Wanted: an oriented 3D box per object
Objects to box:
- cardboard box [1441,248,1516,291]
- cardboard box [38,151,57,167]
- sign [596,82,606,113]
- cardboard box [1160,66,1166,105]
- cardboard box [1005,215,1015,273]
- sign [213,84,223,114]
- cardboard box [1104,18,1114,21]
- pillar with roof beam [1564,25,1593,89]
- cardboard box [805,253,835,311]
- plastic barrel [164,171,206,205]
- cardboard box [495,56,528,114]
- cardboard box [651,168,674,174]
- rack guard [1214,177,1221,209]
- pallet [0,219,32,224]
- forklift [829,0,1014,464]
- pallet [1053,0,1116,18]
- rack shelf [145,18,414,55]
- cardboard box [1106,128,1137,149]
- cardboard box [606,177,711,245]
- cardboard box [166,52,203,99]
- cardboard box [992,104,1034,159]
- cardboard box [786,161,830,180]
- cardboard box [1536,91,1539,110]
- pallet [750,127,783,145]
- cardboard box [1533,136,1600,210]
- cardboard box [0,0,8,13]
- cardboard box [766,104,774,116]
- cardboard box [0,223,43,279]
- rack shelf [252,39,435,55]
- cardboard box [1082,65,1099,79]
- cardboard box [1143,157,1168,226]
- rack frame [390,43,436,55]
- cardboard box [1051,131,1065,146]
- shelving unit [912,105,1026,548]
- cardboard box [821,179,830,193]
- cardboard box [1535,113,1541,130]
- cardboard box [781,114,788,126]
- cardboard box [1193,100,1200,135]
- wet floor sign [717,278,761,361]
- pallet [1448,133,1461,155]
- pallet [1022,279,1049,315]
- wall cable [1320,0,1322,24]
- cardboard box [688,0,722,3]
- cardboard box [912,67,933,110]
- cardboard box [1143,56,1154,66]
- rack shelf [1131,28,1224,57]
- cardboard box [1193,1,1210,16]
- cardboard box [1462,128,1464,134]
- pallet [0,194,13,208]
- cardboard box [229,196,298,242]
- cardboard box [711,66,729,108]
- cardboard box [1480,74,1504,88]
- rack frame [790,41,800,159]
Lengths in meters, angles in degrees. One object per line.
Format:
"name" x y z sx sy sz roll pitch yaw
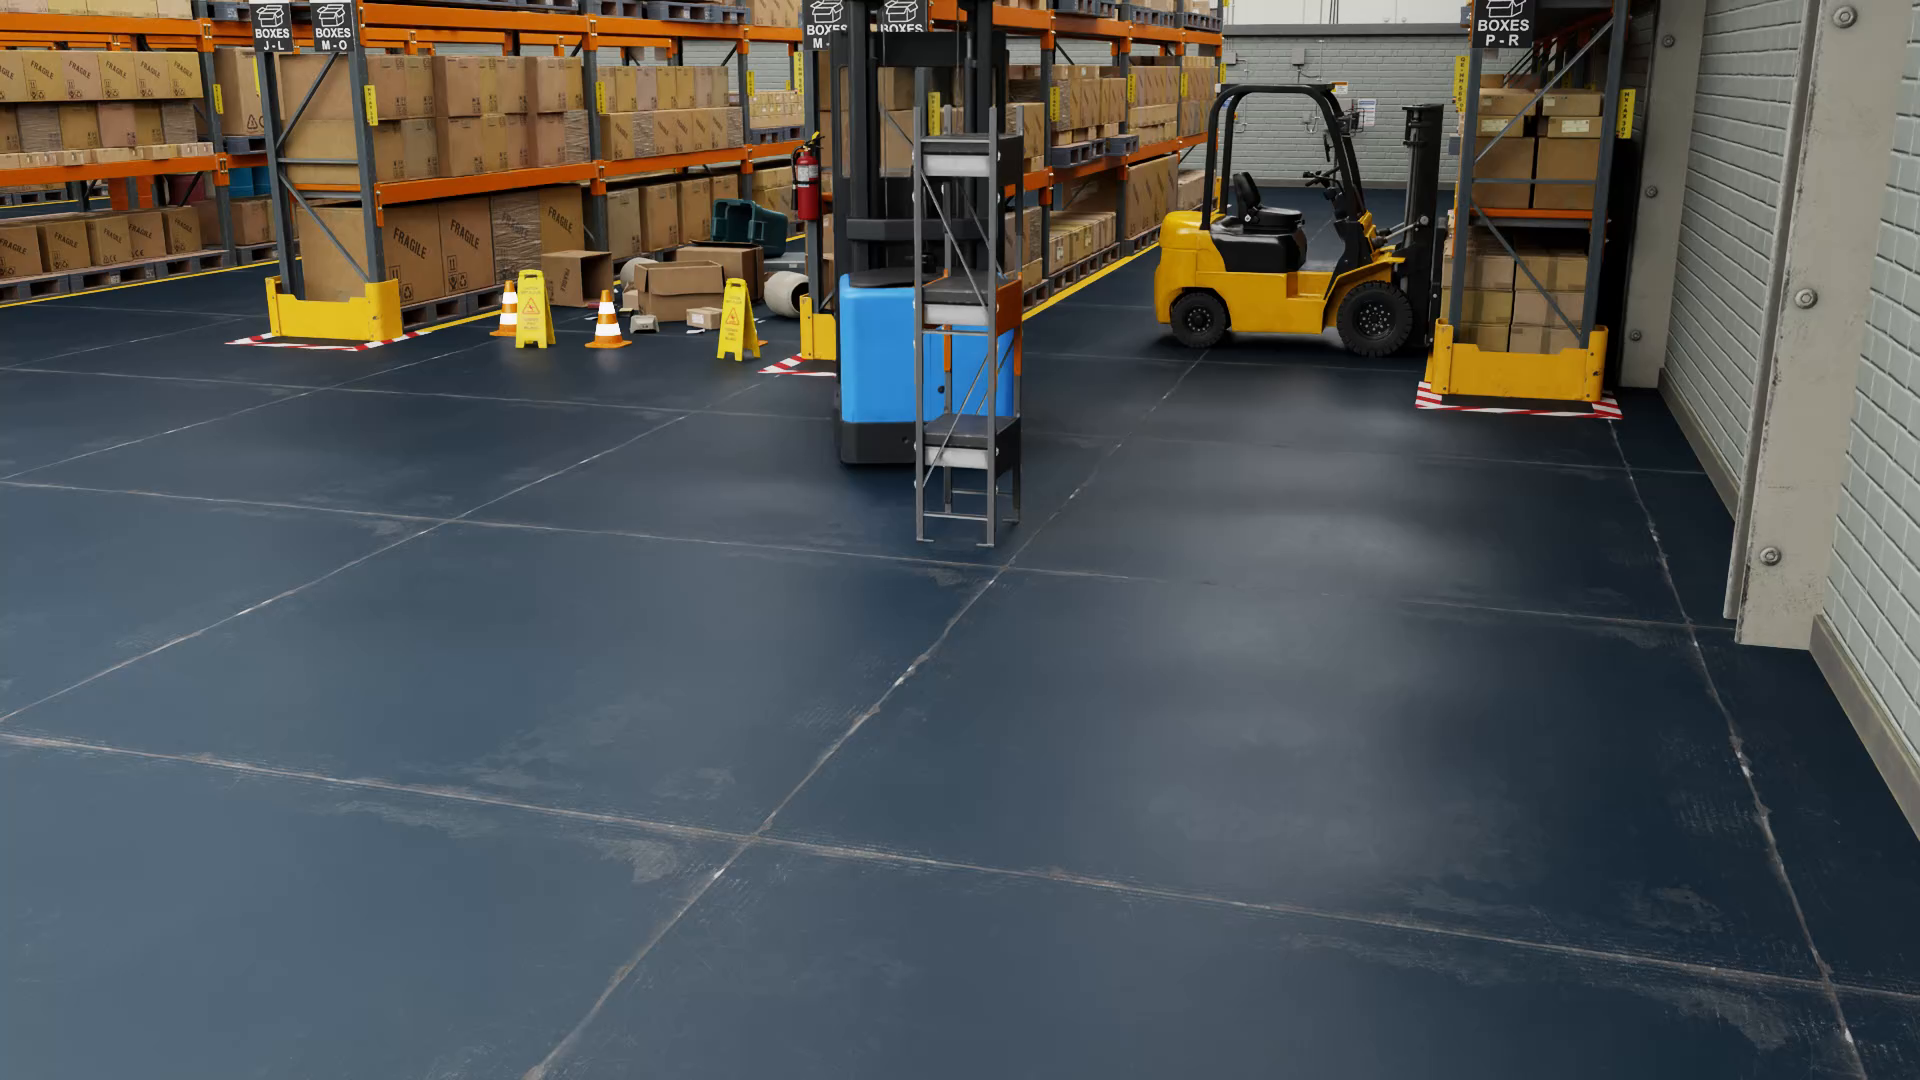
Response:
"cardboard box" 3.868 -2.020 12.392 0.500 0.250 0.500 5 17 18
"cardboard box" -9.567 -3.930 17.150 0.380 0.149 0.250 5 16 16
"sign" -3.829 -4.715 17.724 0.100 0.325 0.005 5 16 16
"cardboard box" 2.497 -6.164 22.550 0.500 0.500 0.500 5 17 18
"cardboard box" 0.215 -2.743 15.399 0.500 0.500 0.500 6 17 19
"sign" -8.566 -5.091 19.193 0.100 0.325 0.005 5 16 16
"cardboard box" 1.598 -6.150 19.478 0.380 0.149 0.250 5 16 16
"pillar with roof beam" 4.381 -8.987 23.523 9.100 9.000 0.400 5 16 16
"cardboard box" -1.196 -2.570 16.468 0.500 0.500 0.500 -10 19 -32
"plastic barrel" -12.257 -5.611 26.266 0.600 0.588 0.708 5 16 16
"cardboard box" -4.830 -4.517 16.505 0.875 0.550 0.550 5 16 16
"cardboard box" -5.784 -6.860 30.142 0.875 0.875 0.875 5 16 16
"rack guard" 3.830 -5.889 28.175 1.175 0.500 0.348 5 16 16
"pallet" -13.307 -4.285 23.051 1.003 0.211 1.213 5 16 16
"forklift" -0.278 -2.202 10.720 1.130 2.935 3.031 -1 16 -4
"pallet" 0.982 -5.723 17.857 1.213 0.211 1.003 5 16 16
"rack shelf" -8.520 -6.334 20.986 1.077 0.370 4.000 5 16 16
"cardboard box" 1.930 -5.029 20.836 0.500 0.250 0.500 4 16 15
"cardboard box" -3.730 -4.088 20.598 1.050 0.750 0.750 5 17 17
"cardboard box" -8.953 -5.247 18.772 0.500 0.500 0.500 5 16 16
"cardboard box" 0.385 -3.866 15.734 0.500 0.500 0.500 5 17 18
"cardboard box" -2.217 -5.408 24.337 0.500 0.250 0.500 5 17 19
"cardboard box" 4.875 -3.562 13.472 0.380 0.149 0.250 5 17 17
"pallet" -3.125 -5.452 22.406 1.213 0.211 1.003 5 16 16
"cardboard box" 4.443 -2.671 12.067 0.500 0.500 0.500 5 17 18
"cardboard box" -9.700 -5.280 16.225 0.500 0.250 0.500 4 16 15
"cardboard box" -2.748 -5.826 22.518 0.380 0.149 0.250 4 16 14
"cardboard box" -9.895 -2.988 17.179 0.500 0.500 0.500 10 18 30
"rack shelf" -10.996 -8.811 29.719 1.077 0.370 4.000 5 16 16
"cardboard box" 1.355 -5.248 18.647 0.380 0.149 0.250 4 16 13
"cardboard box" 2.337 -4.813 22.926 0.875 0.875 0.875 5 17 17
"rack frame" -10.427 -8.238 31.875 1.000 3.000 0.127 5 16 16
"cardboard box" 0.873 -4.147 17.144 0.380 0.149 0.250 5 17 17
"shelving unit" 0.047 -1.053 8.196 0.431 2.100 0.503 5 16 16
"cardboard box" -2.203 -5.048 24.442 0.500 0.500 0.500 4 16 15
"cardboard box" 4.469 -3.079 12.317 0.380 0.149 0.250 4 16 15
"cardboard box" -2.603 -5.814 23.019 0.380 0.149 0.250 5 17 18
"cardboard box" 3.365 -6.450 25.390 0.500 0.500 0.500 5 17 16
"wet floor sign" -1.804 -1.800 13.492 0.267 0.644 0.232 11 19 35
"pallet" 6.435 -4.699 19.750 1.213 0.211 1.003 5 16 16
"pallet" 0.256 -2.426 16.495 1.003 0.211 1.213 5 16 16
"wall cable" 5.890 -11.422 32.109 2.355 3.000 0.029 5 16 16
"cardboard box" -3.184 -6.757 20.632 0.380 0.166 0.250 5 16 16
"cardboard box" -0.637 -3.854 13.859 0.700 0.500 0.500 5 17 16
"cardboard box" 2.648 -7.046 24.468 0.380 0.149 0.250 5 17 17
"rack shelf" 3.255 -7.659 25.656 1.077 0.370 4.000 5 16 16
"cardboard box" 3.781 -8.582 26.912 0.500 0.250 0.500 3 16 11
"cardboard box" 4.358 -3.114 13.628 0.500 0.500 0.500 5 17 16
"pallet" -16.852 -5.699 28.035 1.003 0.211 1.213 5 16 16
"cardboard box" -8.740 -4.006 20.729 0.700 0.500 0.500 5 16 16
"cardboard box" -3.362 -5.762 21.131 0.700 0.500 0.500 5 16 16
"cardboard box" 7.770 -6.643 24.607 0.500 0.500 0.500 5 17 17
"rack frame" -2.088 -6.396 25.382 1.000 3.000 0.127 5 16 16
